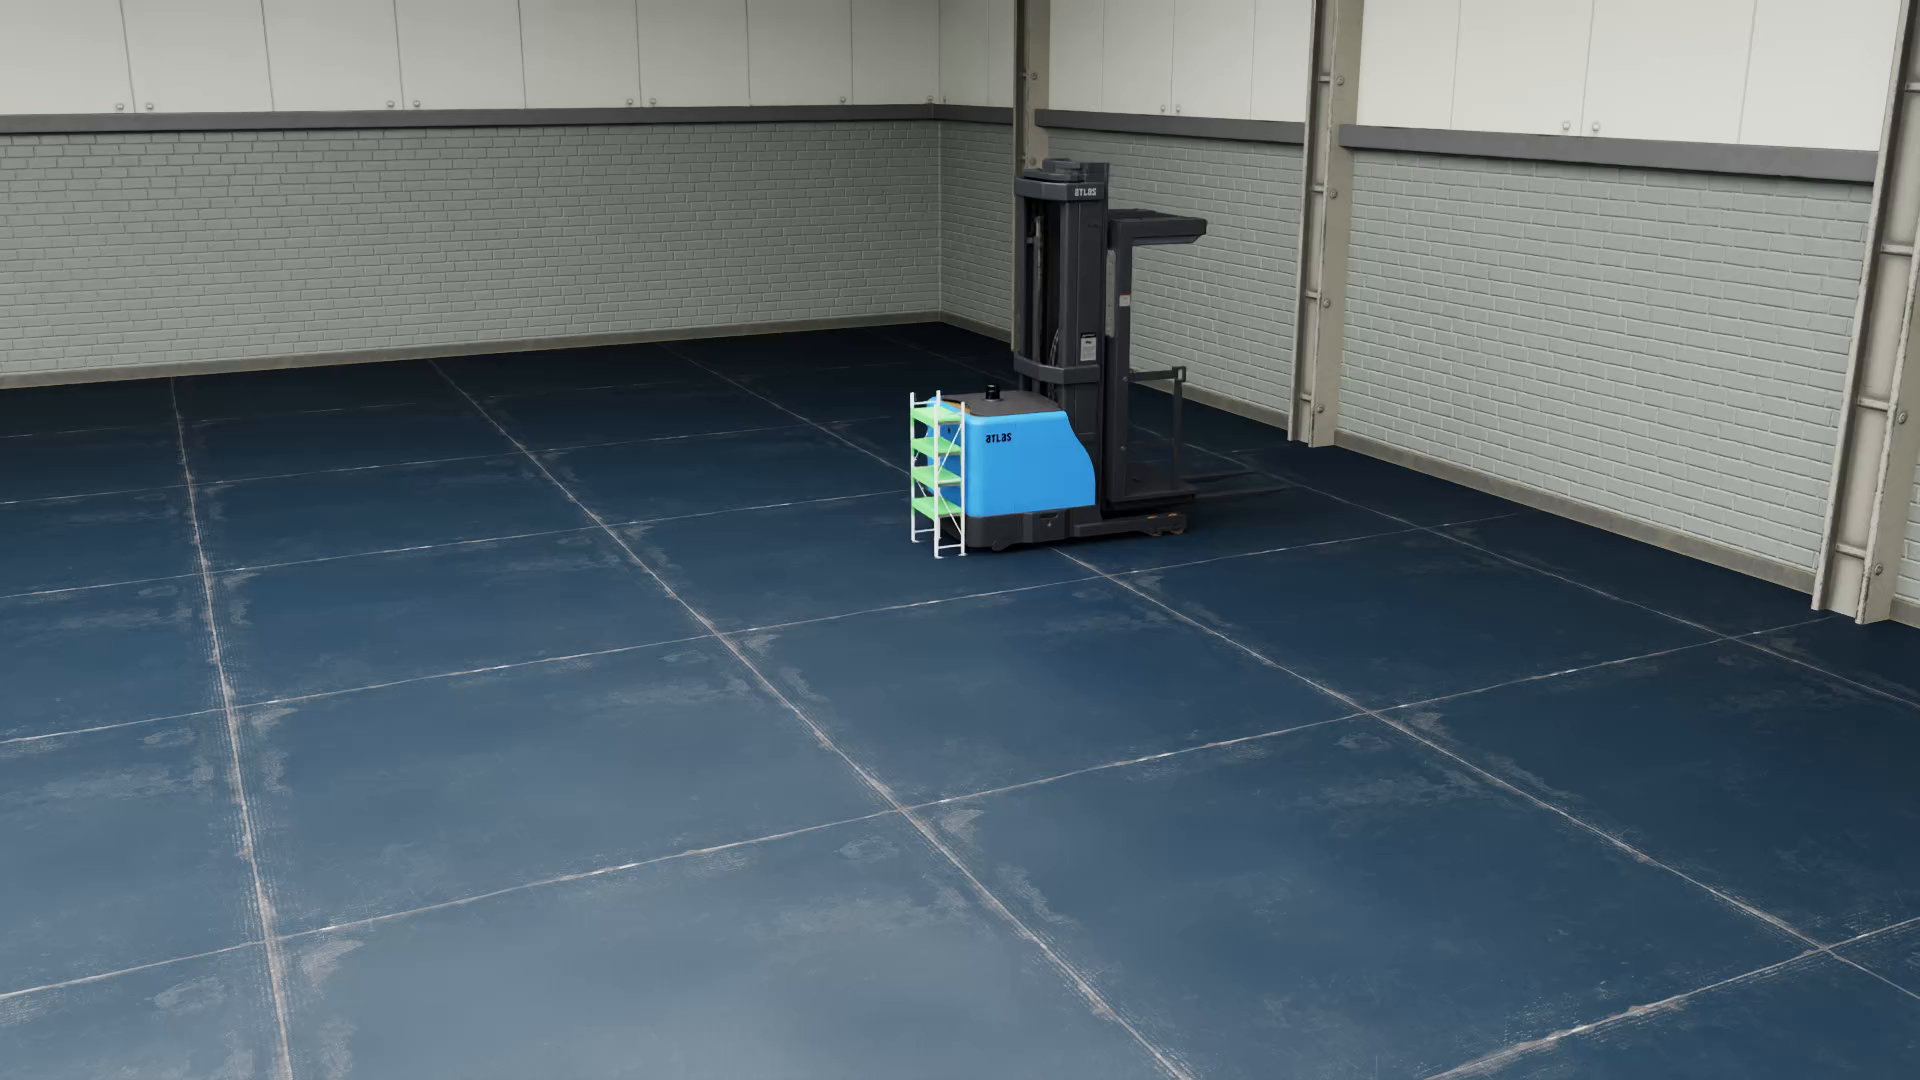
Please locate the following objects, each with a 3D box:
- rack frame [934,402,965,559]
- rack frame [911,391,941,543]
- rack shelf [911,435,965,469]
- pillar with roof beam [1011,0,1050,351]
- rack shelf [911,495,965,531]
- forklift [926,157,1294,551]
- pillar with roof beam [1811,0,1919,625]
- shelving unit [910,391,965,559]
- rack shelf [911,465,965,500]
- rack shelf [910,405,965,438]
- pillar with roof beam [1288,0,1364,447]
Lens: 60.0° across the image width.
[{"bbox_3d":[-0.079,-0.448,12.635,0.240,1.200,0.015,-7,17,-22],"label":"rack frame"},{"bbox_3d":[-0.269,-0.572,13.067,0.240,1.200,0.015,-7,17,-22],"label":"rack frame"},{"bbox_3d":[-0.174,-0.679,12.803,0.258,0.148,0.480,-7,17,-22],"label":"rack shelf"},{"bbox_3d":[-2.972,-6.275,18.804,9.100,9.000,0.400,-8,18,-25],"label":"pillar with roof beam"},{"bbox_3d":[-0.174,-0.217,12.935,0.258,0.148,0.480,-7,17,-22],"label":"rack shelf"},{"bbox_3d":[1.288,-1.564,13.387,3.031,2.935,1.130,-6,17,-21],"label":"forklift"},{"bbox_3d":[2.285,-3.300,8.436,9.100,9.000,0.400,-8,18,-25],"label":"pillar with roof beam"},{"bbox_3d":[-0.174,-0.510,12.851,0.258,1.200,0.503,-7,17,-22],"label":"shelving unit"},{"bbox_3d":[-0.174,-0.448,12.869,0.258,0.148,0.480,-7,17,-22],"label":"rack shelf"},{"bbox_3d":[-0.174,-0.910,12.736,0.258,0.148,0.480,-7,17,-22],"label":"rack shelf"},{"bbox_3d":[-0.344,-4.788,13.620,9.100,9.000,0.400,-8,18,-25],"label":"pillar with roof beam"}]
